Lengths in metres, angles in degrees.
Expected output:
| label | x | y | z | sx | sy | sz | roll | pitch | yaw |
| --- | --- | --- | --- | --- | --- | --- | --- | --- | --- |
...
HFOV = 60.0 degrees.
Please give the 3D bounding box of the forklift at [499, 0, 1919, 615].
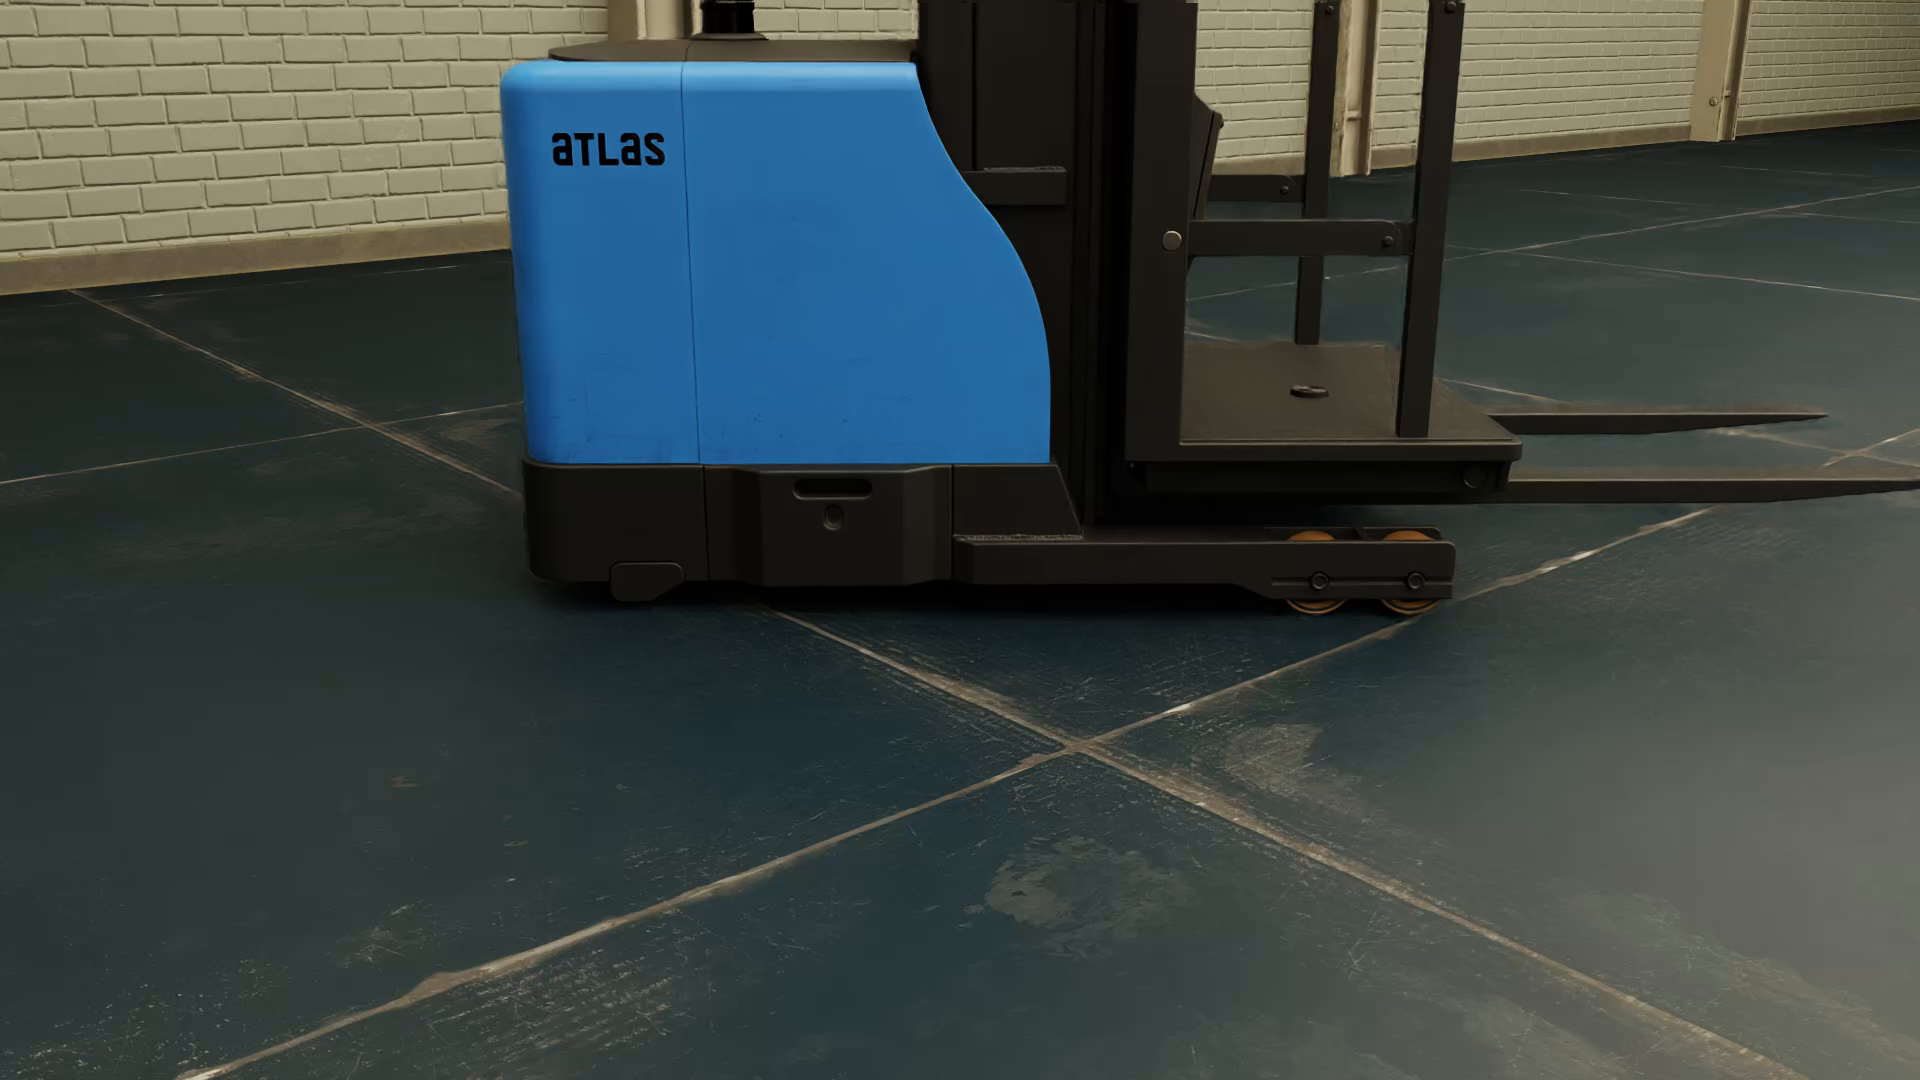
| label | x | y | z | sx | sy | sz | roll | pitch | yaw |
| --- | --- | --- | --- | --- | --- | --- | --- | --- | --- |
| forklift | 0.624 | -1.407 | 3.436 | 3.031 | 2.935 | 1.130 | 0 | 17 | -1 |
